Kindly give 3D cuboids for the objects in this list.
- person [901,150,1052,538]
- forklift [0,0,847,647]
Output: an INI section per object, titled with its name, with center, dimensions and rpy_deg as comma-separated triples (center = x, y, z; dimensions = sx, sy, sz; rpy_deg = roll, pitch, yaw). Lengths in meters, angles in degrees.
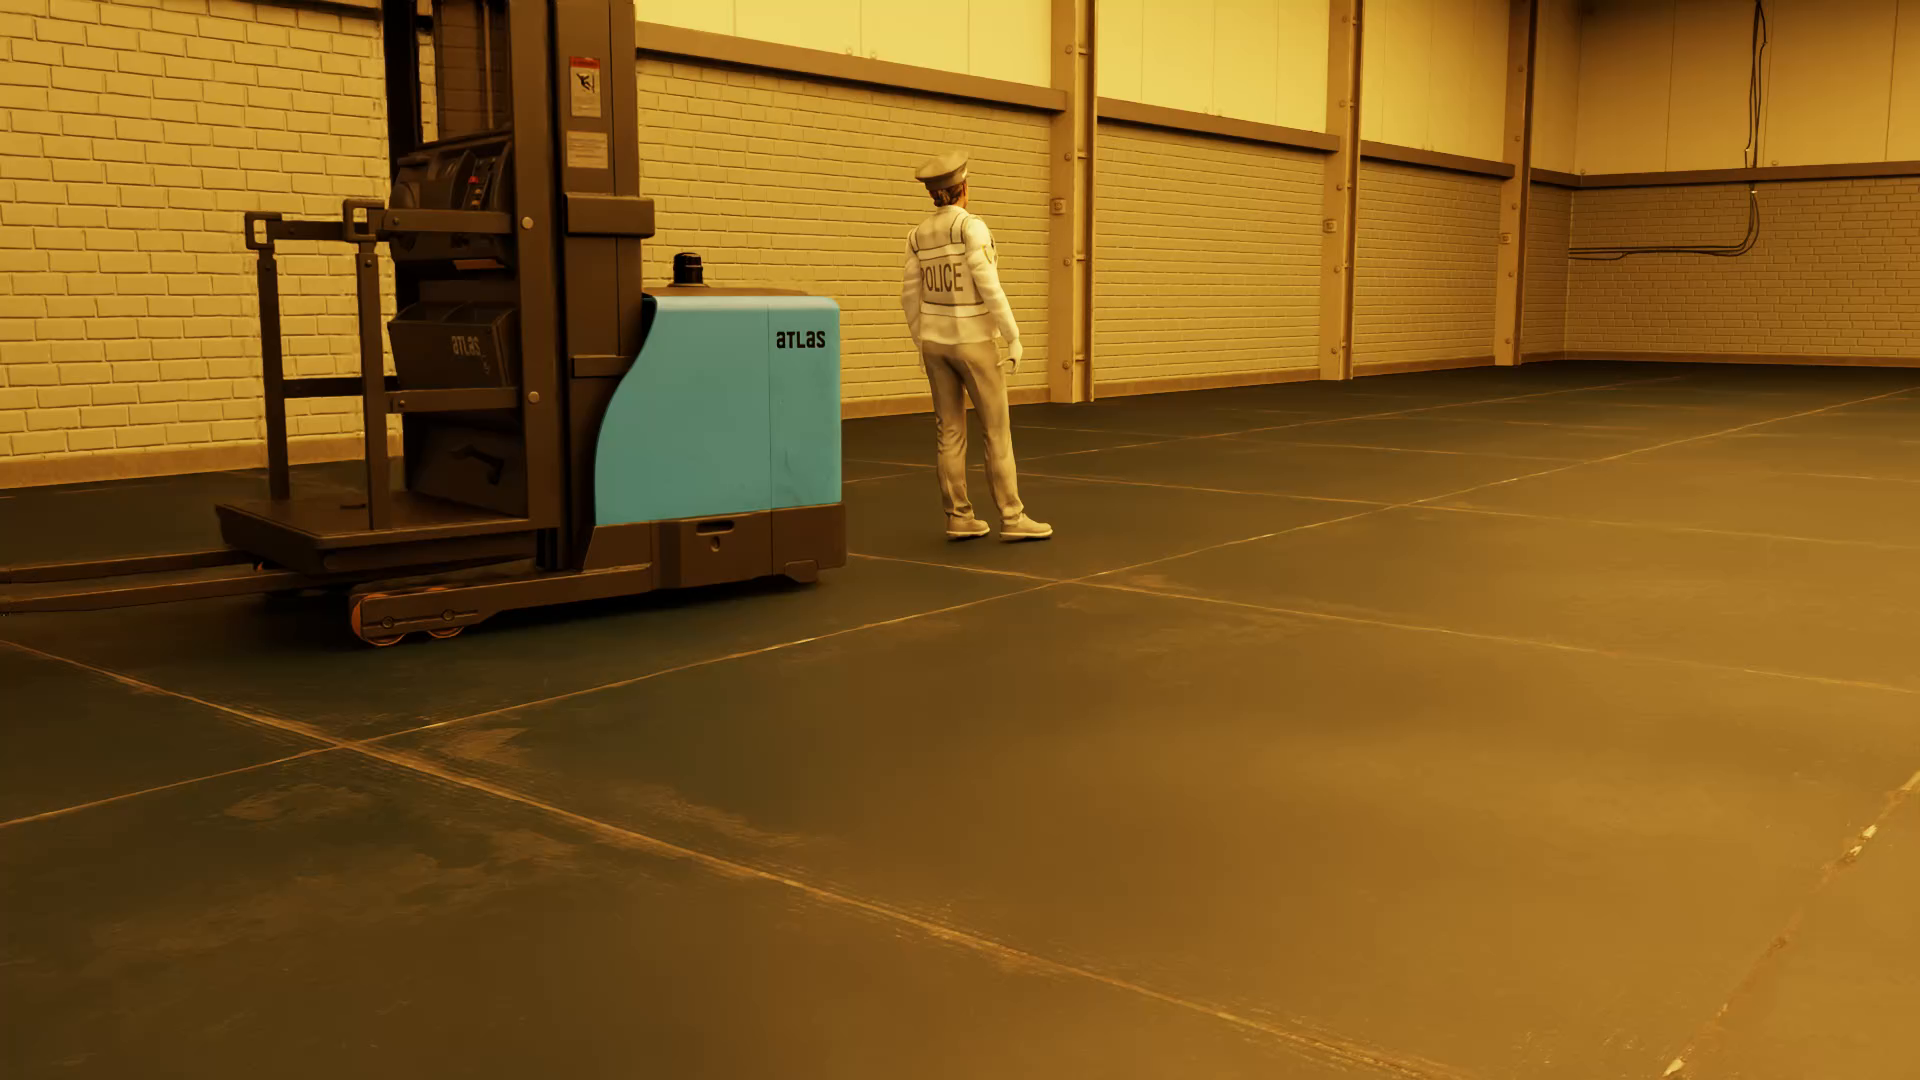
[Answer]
[person]
center = 0.049, -0.853, 7.330
dimensions = 0.586, 1.694, 0.530
rpy_deg = 7, 11, 38
[forklift]
center = -1.893, -1.205, 5.520
dimensions = 3.031, 2.935, 1.130
rpy_deg = -7, 11, -38
